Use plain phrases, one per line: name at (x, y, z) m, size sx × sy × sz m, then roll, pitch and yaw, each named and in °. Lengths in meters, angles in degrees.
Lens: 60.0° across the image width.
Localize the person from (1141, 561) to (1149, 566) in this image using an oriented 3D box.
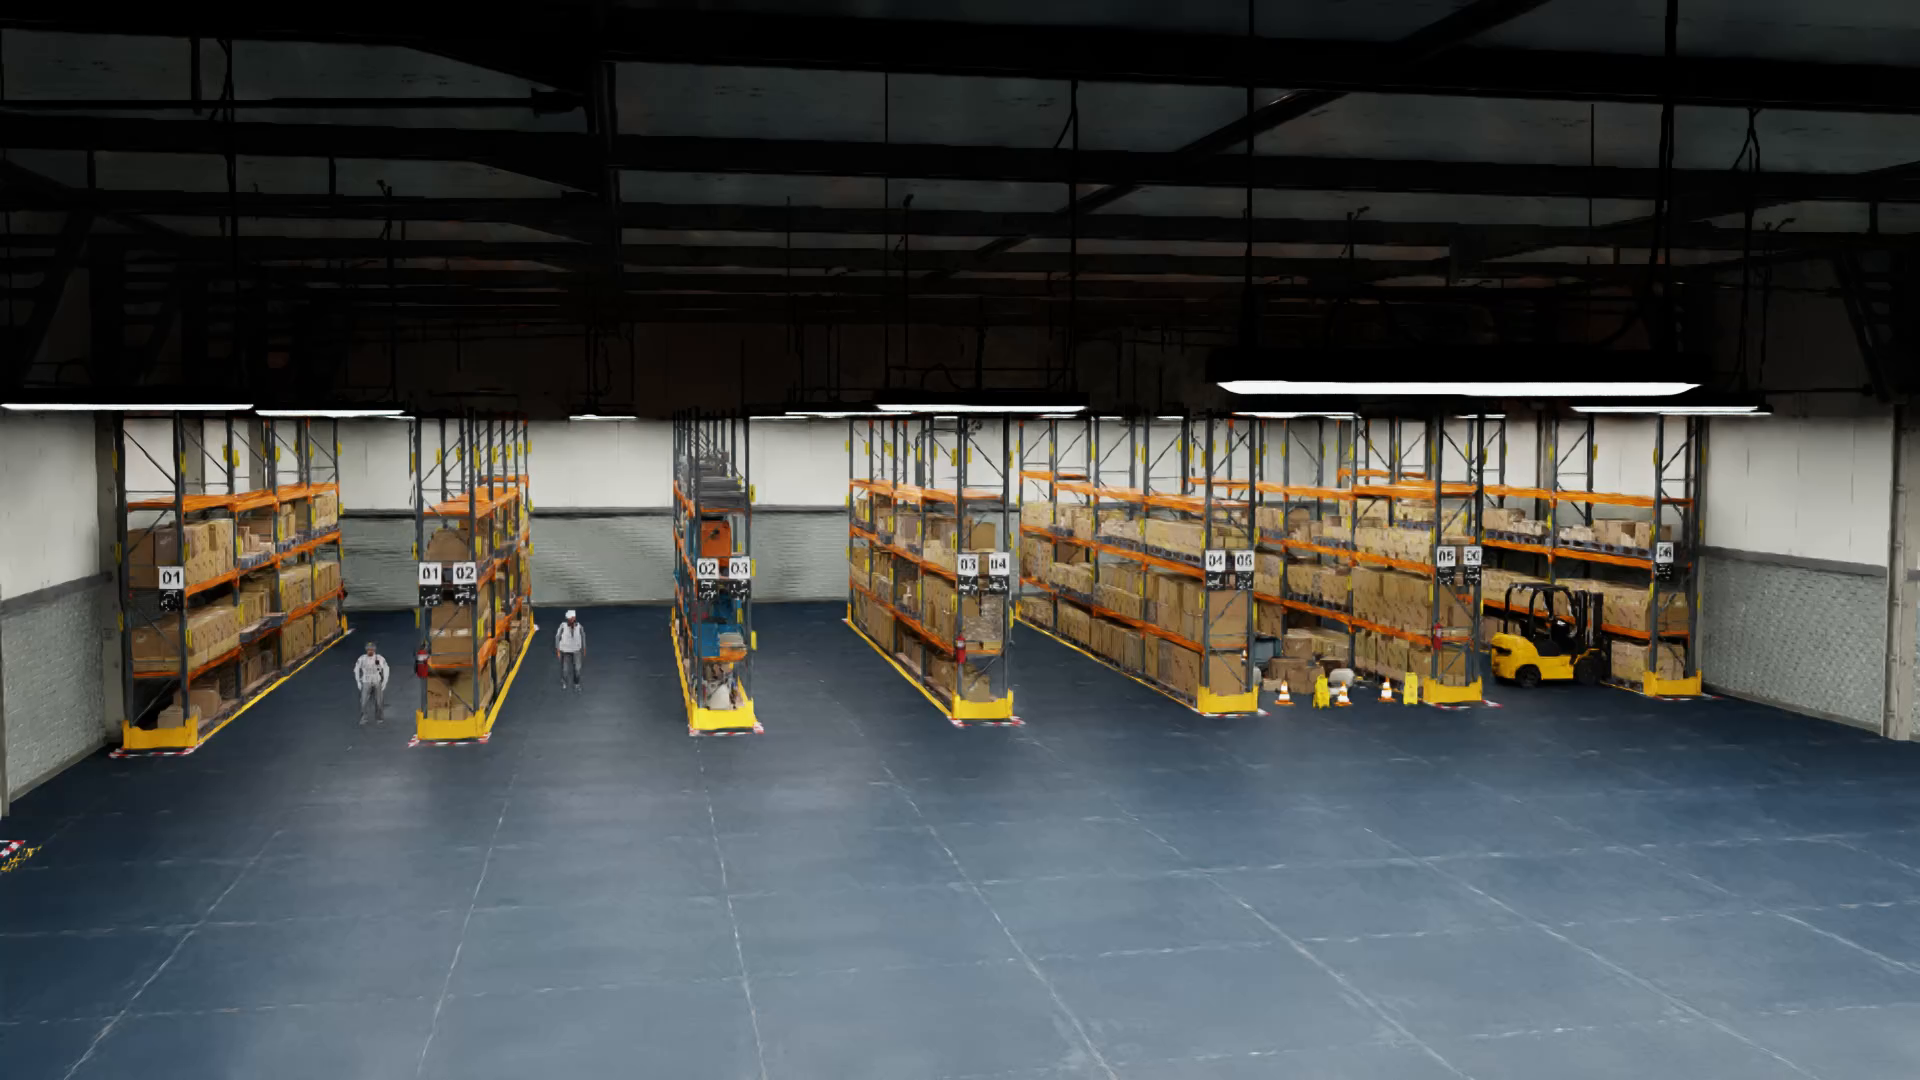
person at (5.461, 1.413, 48.905) m, size 0.507 × 1.669 × 0.577 m, roll -2°, pitch 4°, yaw -22°

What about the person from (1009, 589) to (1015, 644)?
person at (1.086, 1.821, 42.894) m, size 0.573 × 1.687 × 1.117 m, roll -1°, pitch 4°, yaw -9°

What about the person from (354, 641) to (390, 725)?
person at (-11.064, 2.690, 31.291) m, size 0.639 × 1.632 × 0.501 m, roll -1°, pitch 4°, yaw -13°

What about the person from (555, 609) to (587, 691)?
person at (-8.322, 2.330, 35.539) m, size 0.662 × 1.740 × 0.685 m, roll -1°, pitch 4°, yaw -19°
